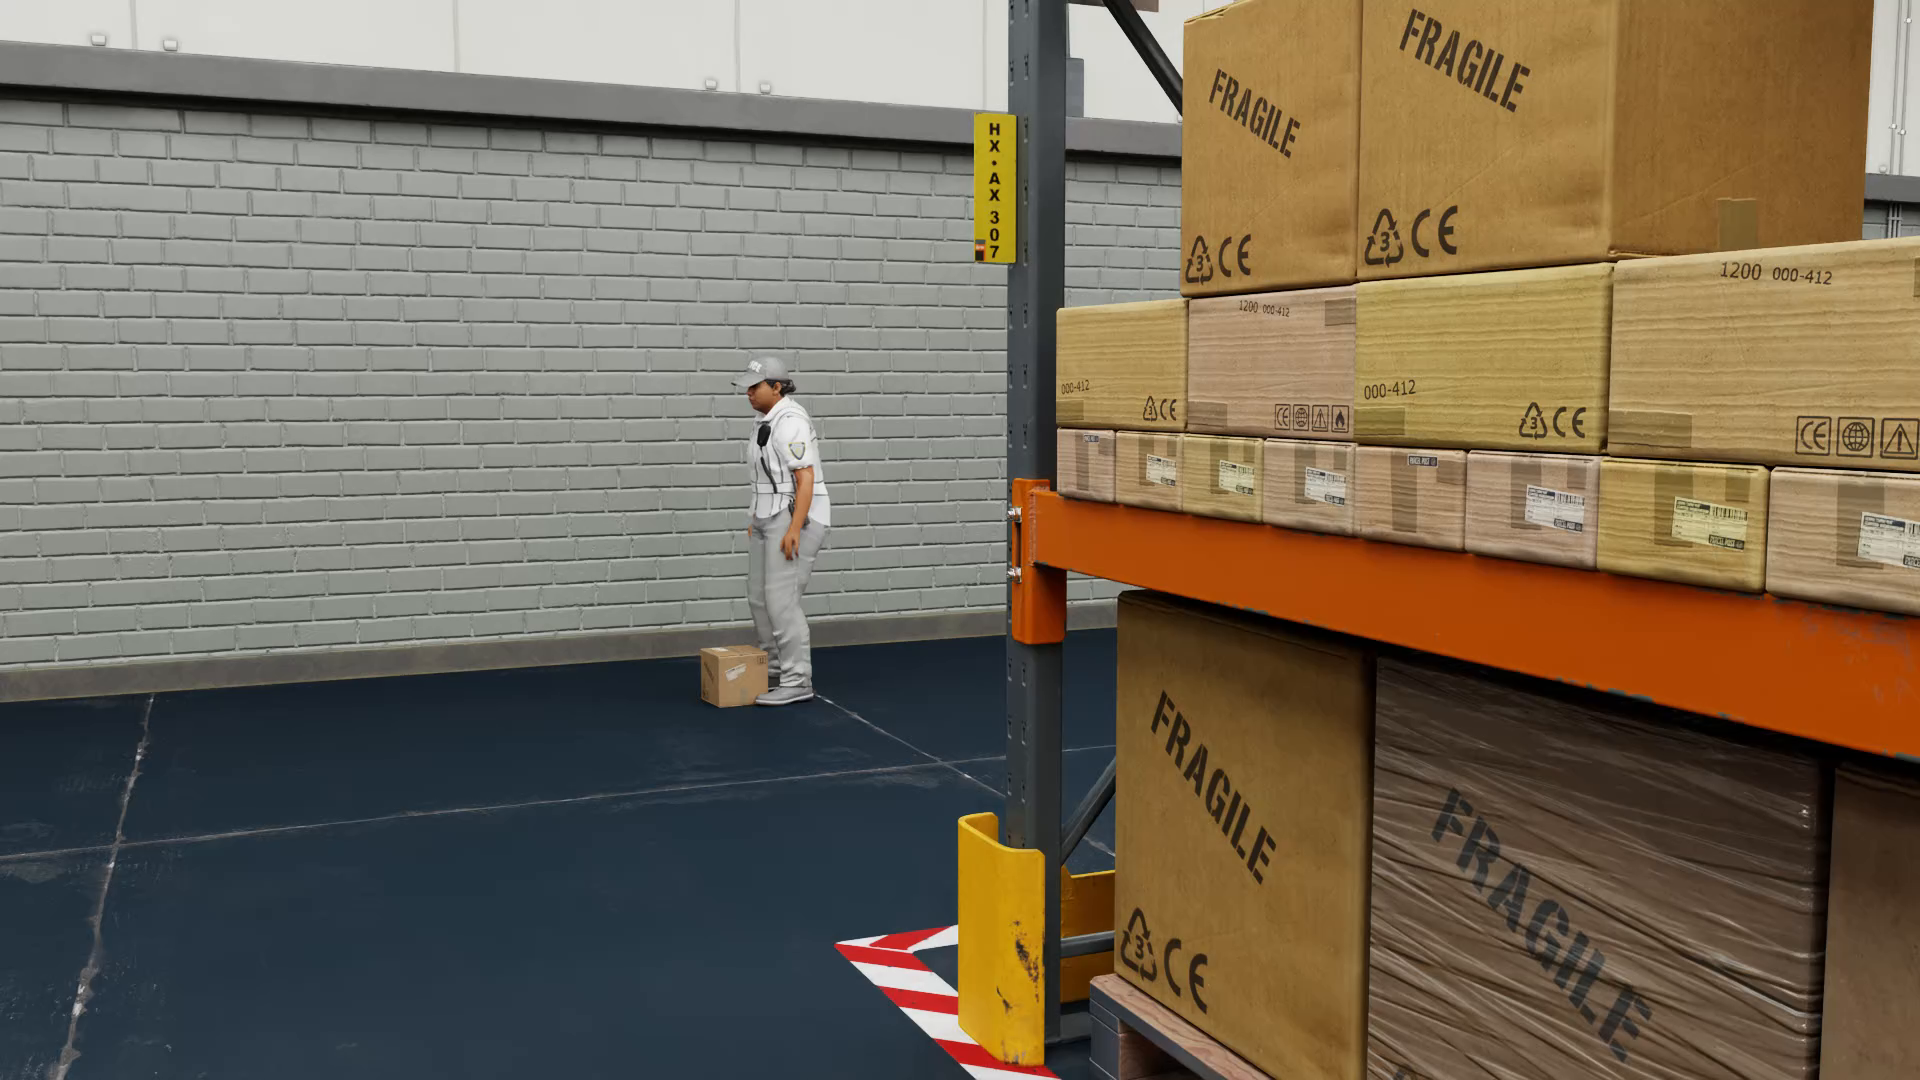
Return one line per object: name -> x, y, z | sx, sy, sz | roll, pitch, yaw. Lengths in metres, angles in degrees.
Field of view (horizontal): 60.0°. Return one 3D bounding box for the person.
person -> -0.894, -0.056, 8.052 | 0.452, 1.667, 0.564 | -3, 6, -27
